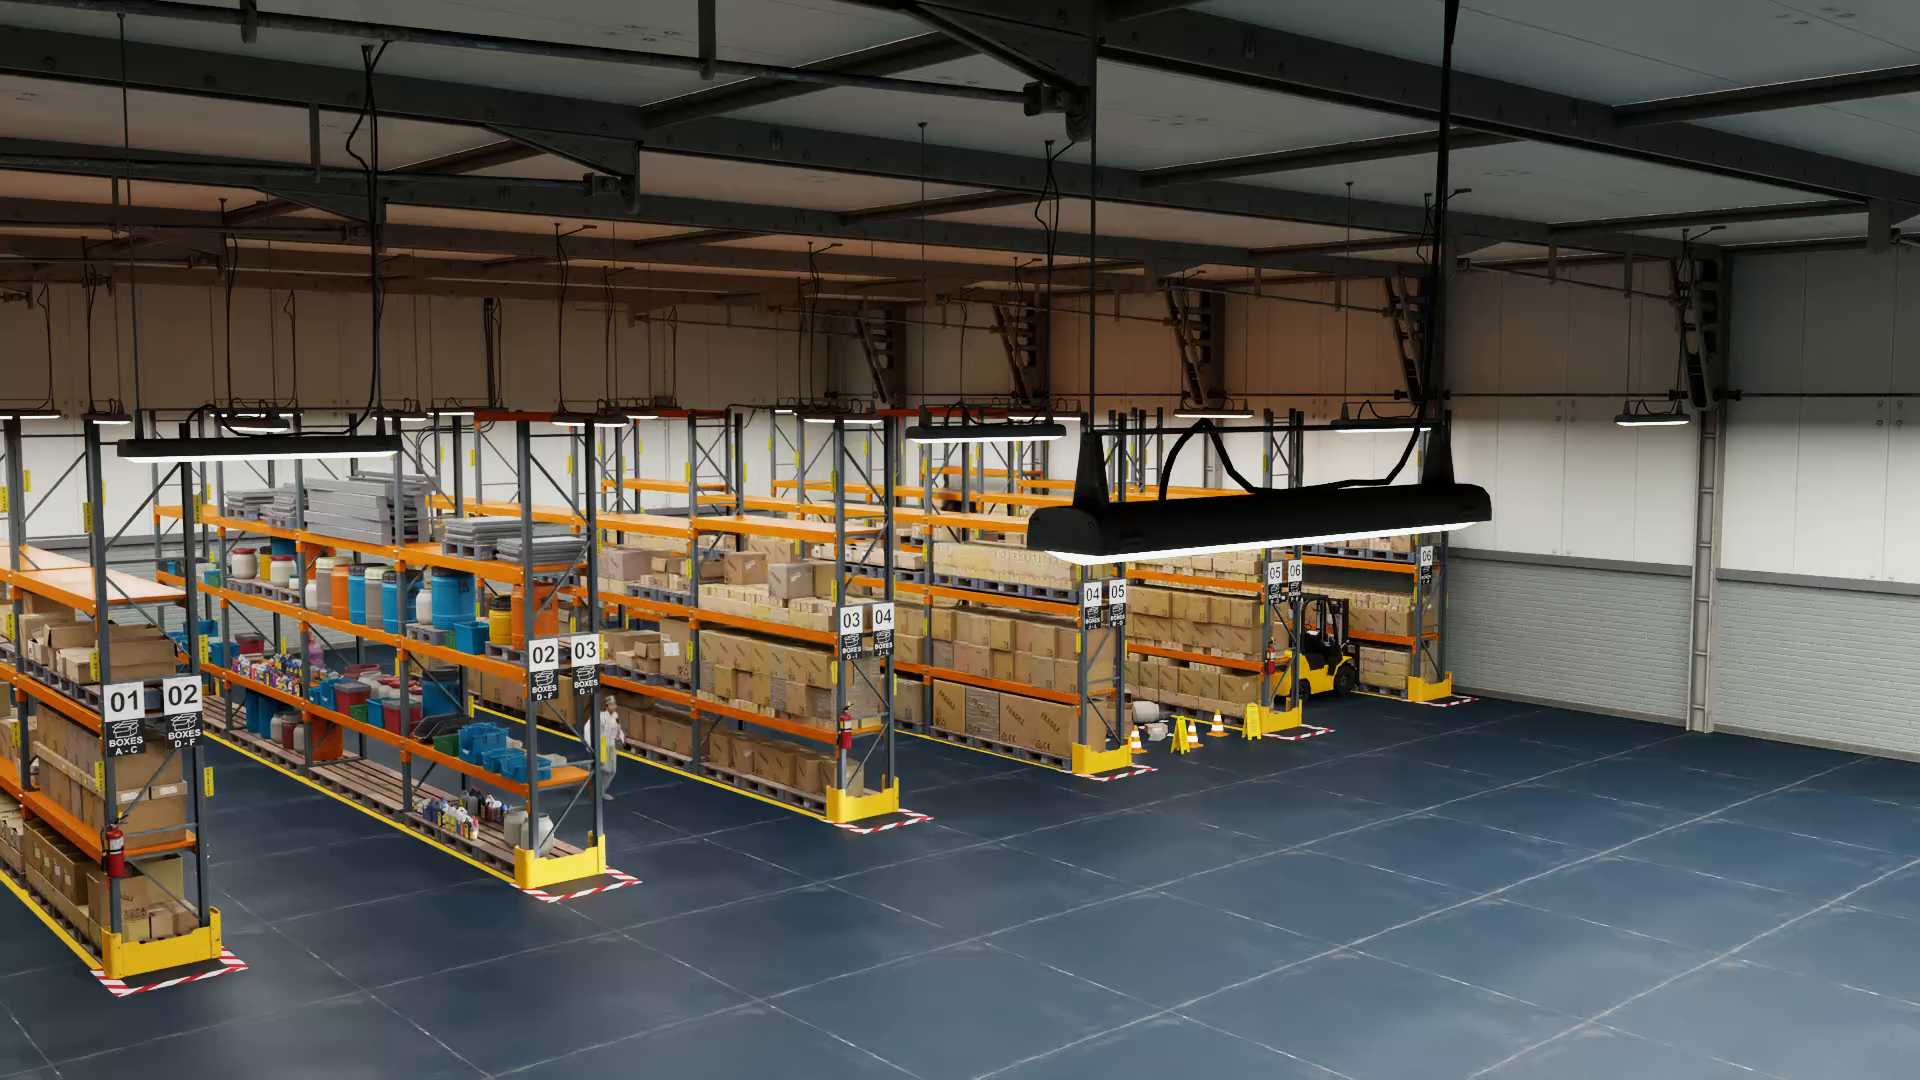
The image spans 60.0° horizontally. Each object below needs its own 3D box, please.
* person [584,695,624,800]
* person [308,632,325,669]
[{"bbox_3d":[-5.547,3.244,26.046,0.612,1.649,0.653,3,6,34],"label":"person"},{"bbox_3d":[-12.928,2.610,33.342,0.520,1.561,0.597,-5,7,-44],"label":"person"}]
